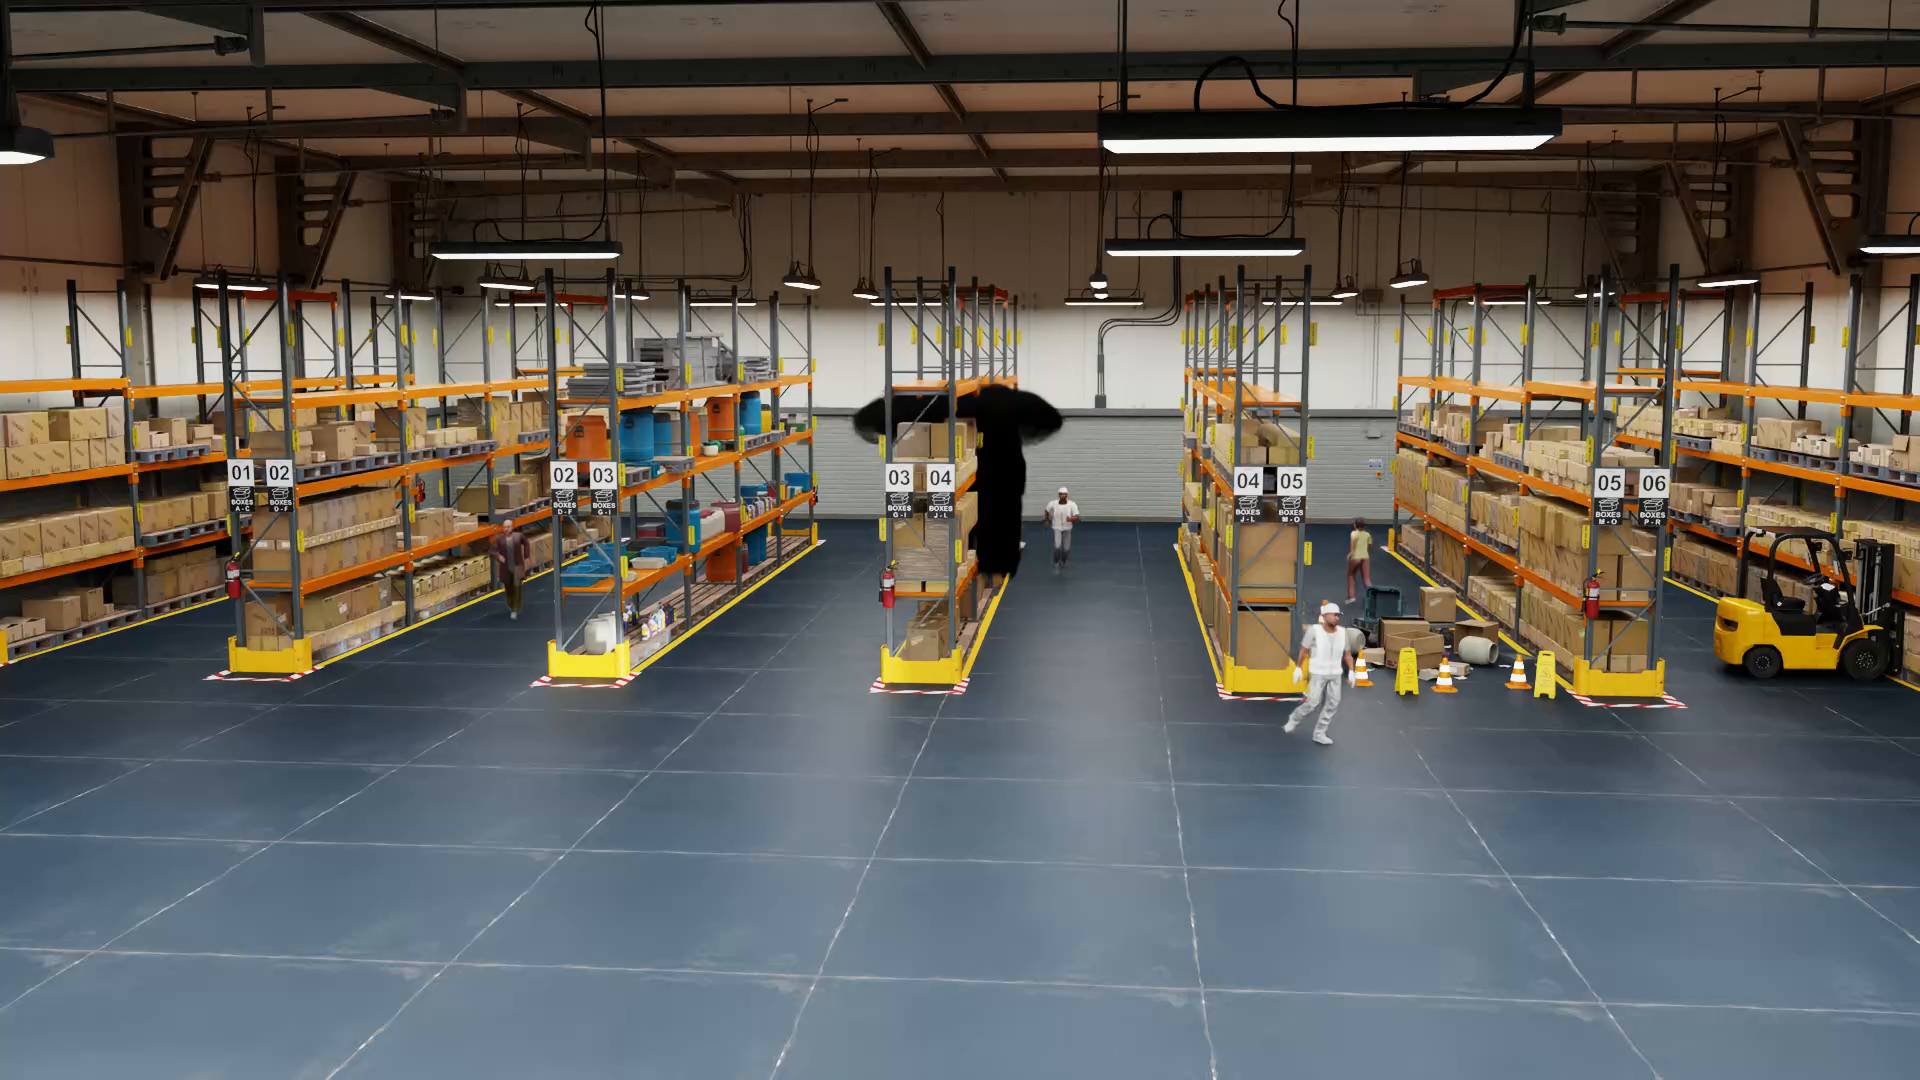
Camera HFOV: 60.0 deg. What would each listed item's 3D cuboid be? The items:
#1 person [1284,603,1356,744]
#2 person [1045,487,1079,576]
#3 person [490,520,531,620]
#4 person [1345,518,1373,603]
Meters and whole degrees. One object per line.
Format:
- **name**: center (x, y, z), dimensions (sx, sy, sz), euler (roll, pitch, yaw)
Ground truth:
- **person**: center (4.447, 1.642, 20.553), dimensions (0.778, 1.745, 0.567), euler (-2, 7, -14)
- **person**: center (2.085, -0.172, 34.021), dimensions (0.674, 1.822, 0.726), euler (0, 7, -1)
- **person**: center (-7.989, 0.501, 29.572), dimensions (0.678, 1.742, 1.083), euler (-1, 7, -9)
- **person**: center (7.491, 0.424, 31.066), dimensions (0.573, 1.638, 0.941), euler (-1, 7, -6)
